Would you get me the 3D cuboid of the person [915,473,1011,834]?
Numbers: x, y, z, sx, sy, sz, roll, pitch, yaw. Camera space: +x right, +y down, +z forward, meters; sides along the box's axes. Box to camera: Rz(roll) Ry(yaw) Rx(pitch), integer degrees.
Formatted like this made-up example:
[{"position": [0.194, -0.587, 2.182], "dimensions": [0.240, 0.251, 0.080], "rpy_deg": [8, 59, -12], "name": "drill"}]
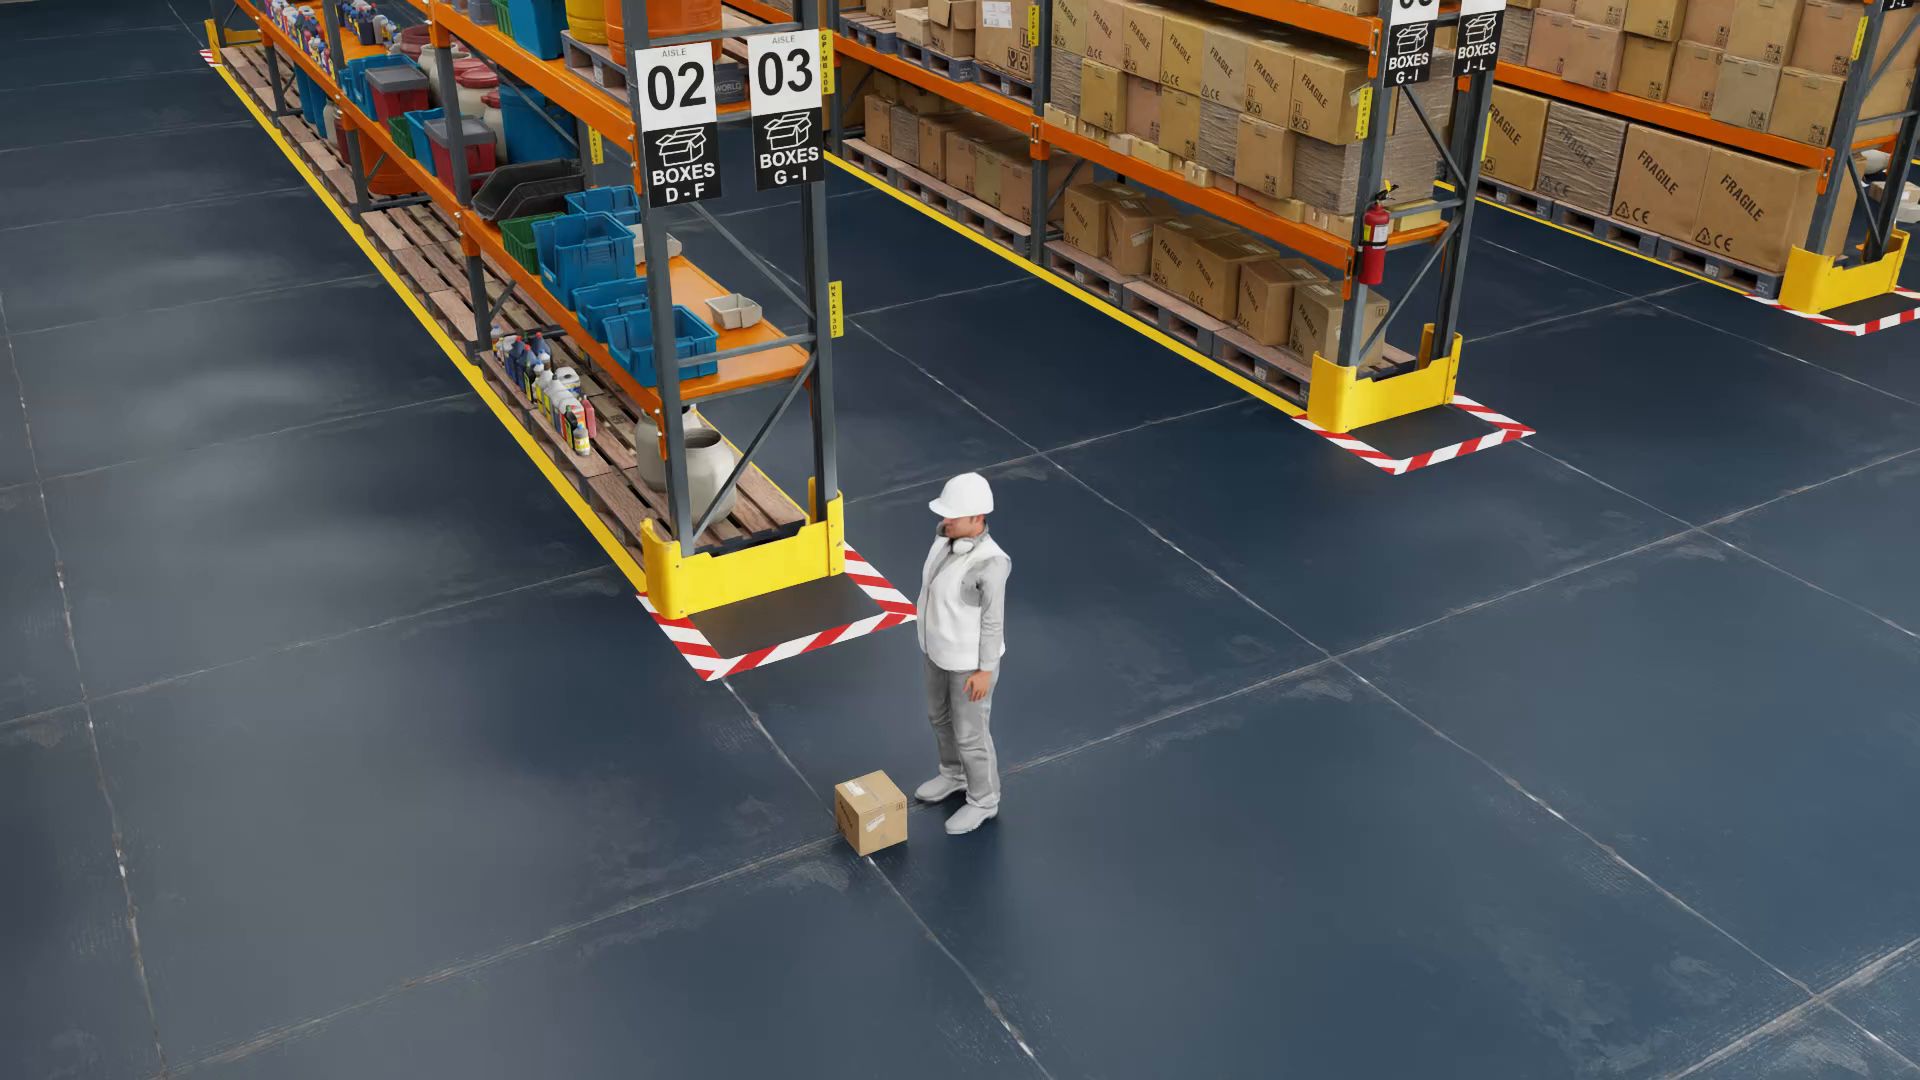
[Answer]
[{"position": [0.004, 0.511, 7.625], "dimensions": [0.357, 1.787, 0.531], "rpy_deg": [-15, 32, -25], "name": "person"}]
